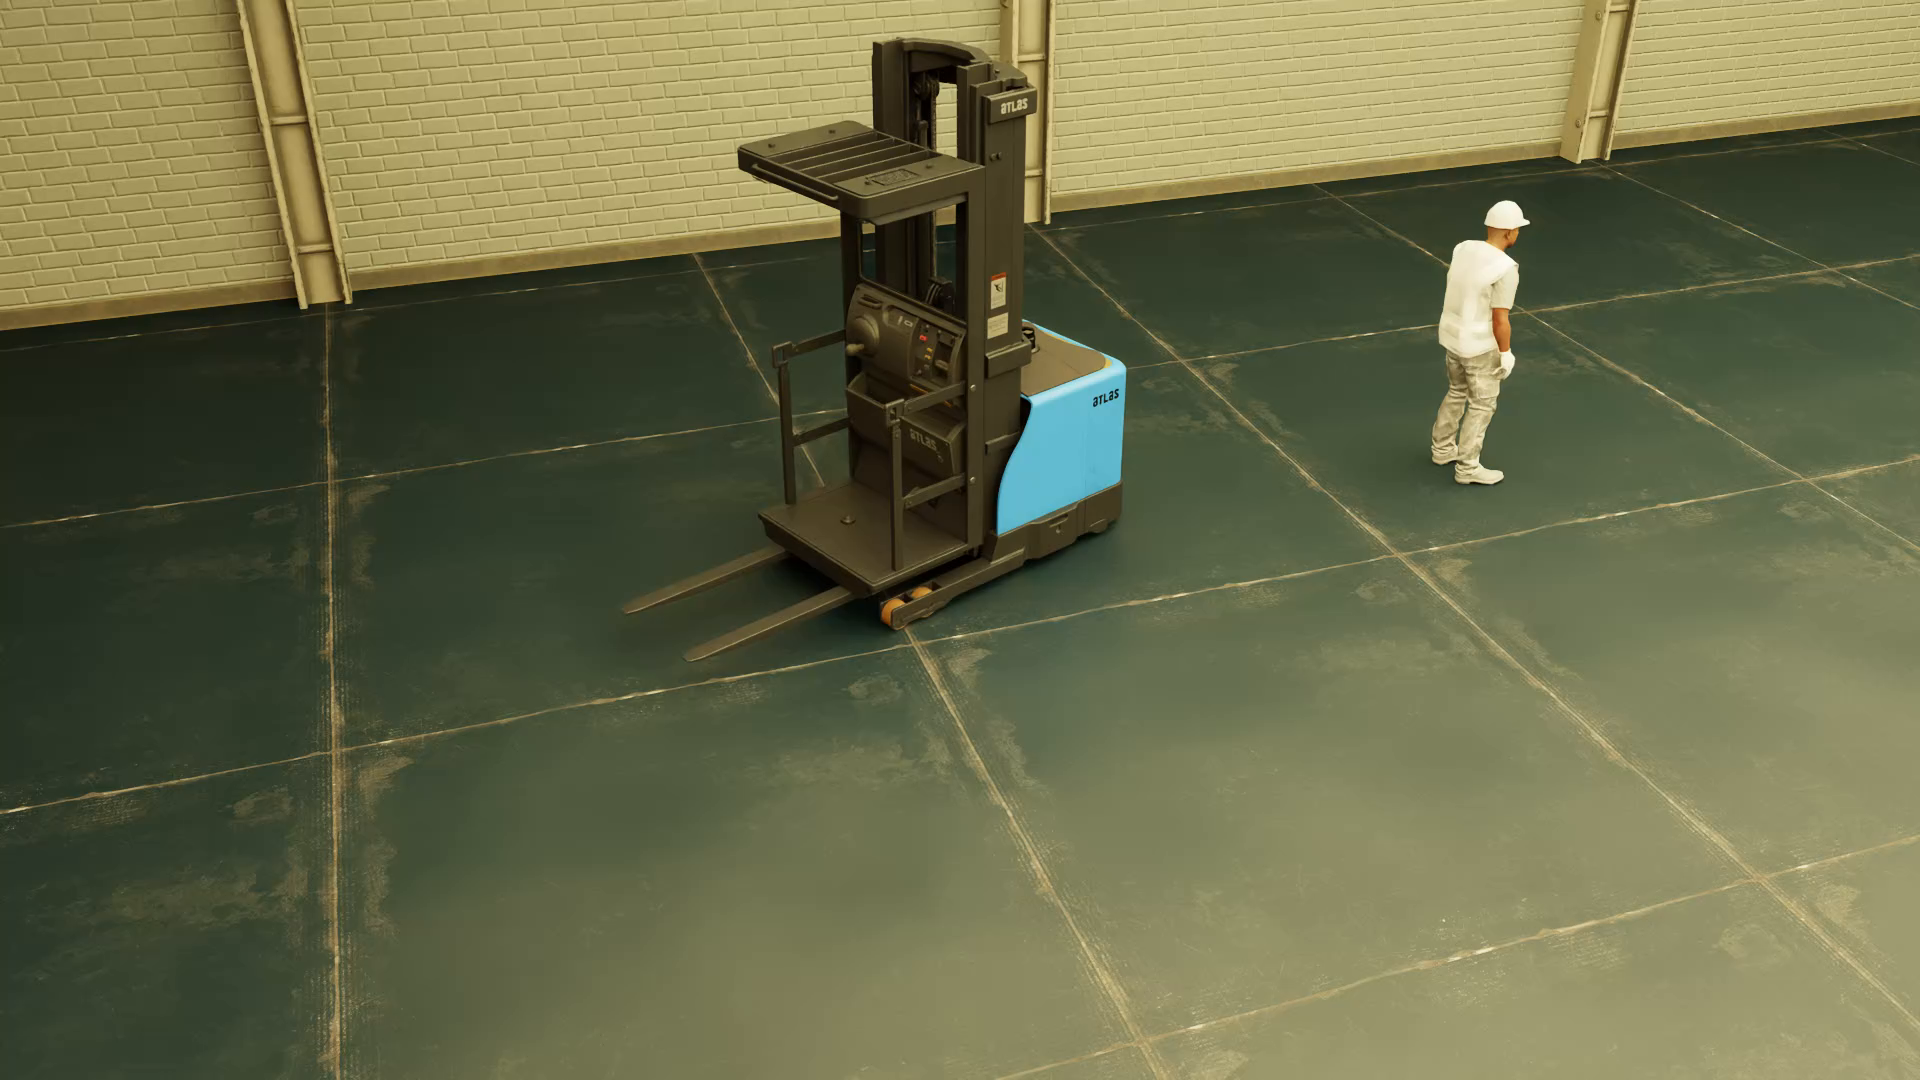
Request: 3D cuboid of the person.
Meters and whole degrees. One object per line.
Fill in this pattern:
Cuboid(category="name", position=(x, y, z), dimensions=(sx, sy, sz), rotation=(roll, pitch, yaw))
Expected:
Cuboid(category="person", position=(3.243, -1.243, 10.412), dimensions=(0.450, 1.773, 0.623), rotation=(-9, 31, -16))

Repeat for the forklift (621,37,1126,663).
Cuboid(category="forklift", position=(-0.461, -1.072, 8.951), dimensions=(3.031, 2.935, 1.130), rotation=(-23, 37, -34))
